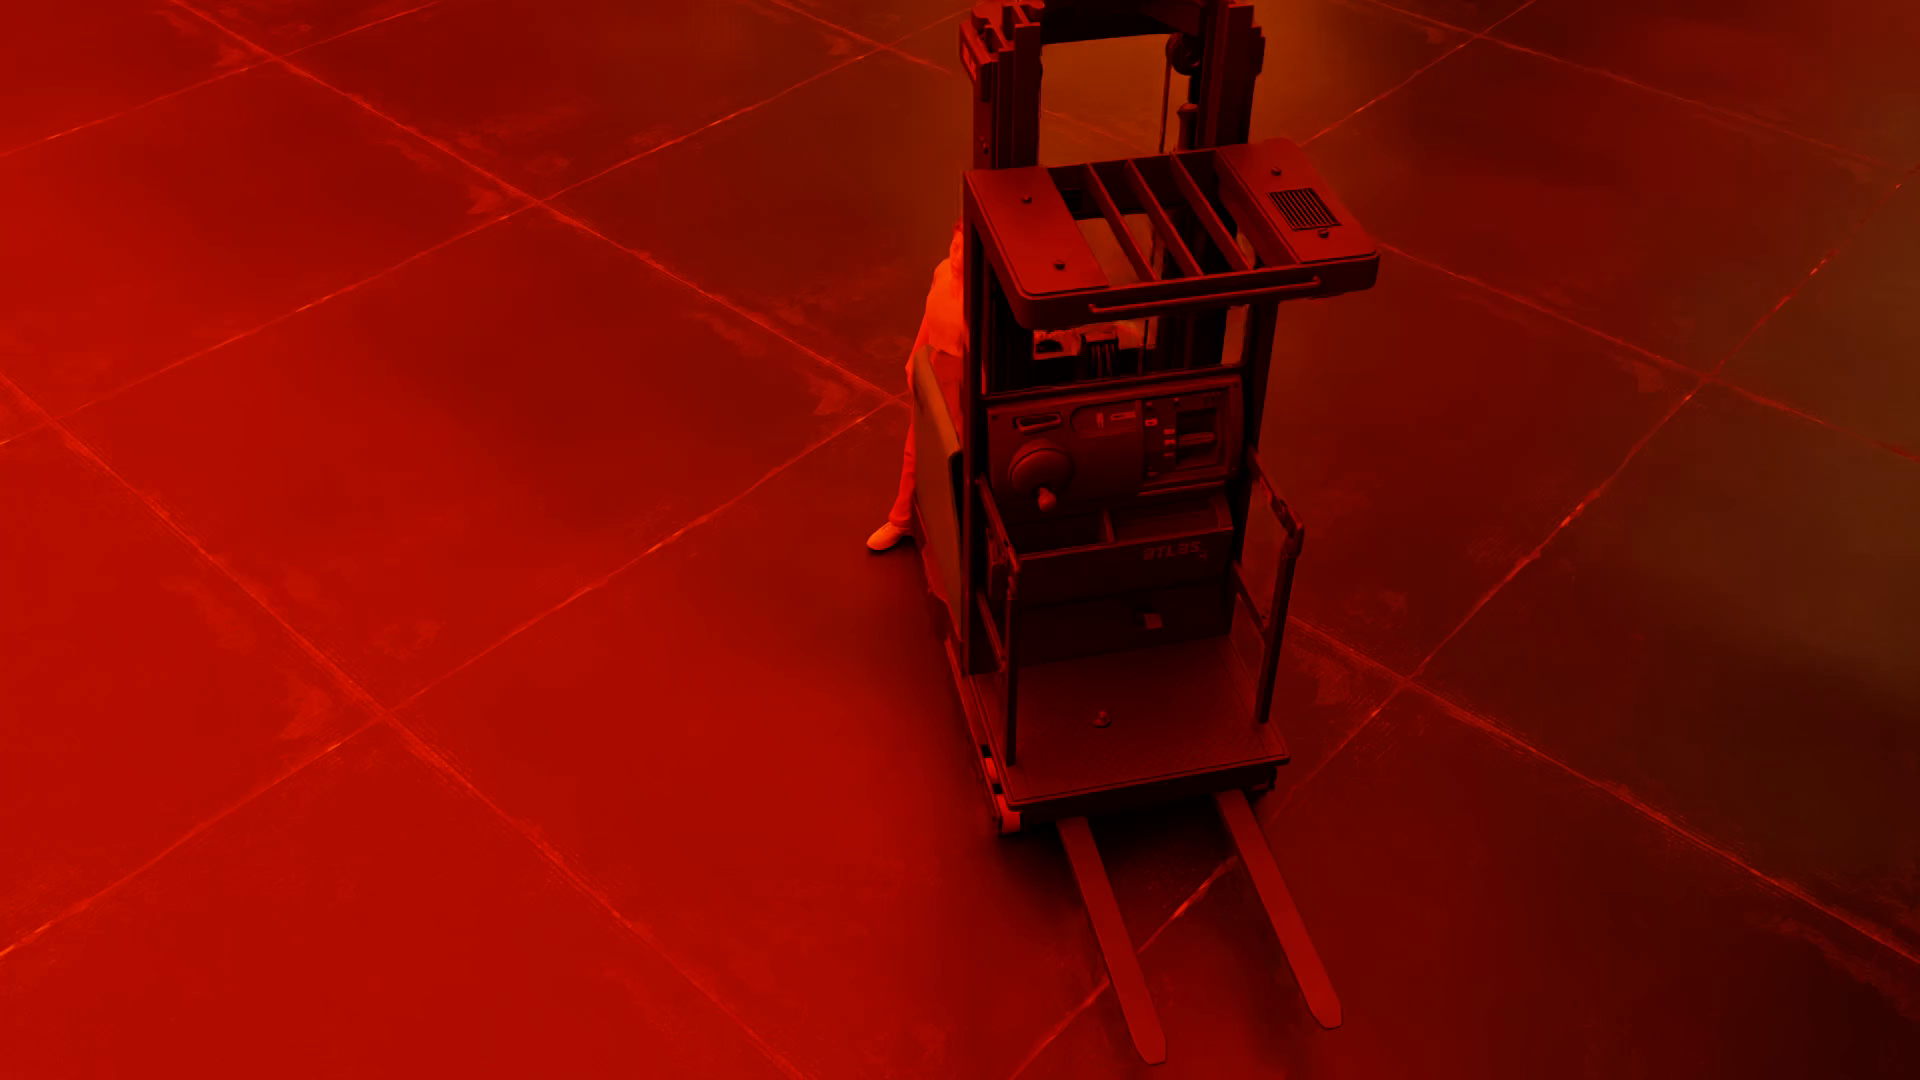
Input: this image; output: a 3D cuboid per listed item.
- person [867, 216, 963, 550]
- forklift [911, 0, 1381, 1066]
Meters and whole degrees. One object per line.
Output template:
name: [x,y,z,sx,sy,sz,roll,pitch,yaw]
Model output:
person: [-0.059,-0.611,7.093,0.553,1.673,0.548,31,49,31]
forklift: [0.604,-0.258,5.729,1.130,2.935,3.031,-8,41,-10]
